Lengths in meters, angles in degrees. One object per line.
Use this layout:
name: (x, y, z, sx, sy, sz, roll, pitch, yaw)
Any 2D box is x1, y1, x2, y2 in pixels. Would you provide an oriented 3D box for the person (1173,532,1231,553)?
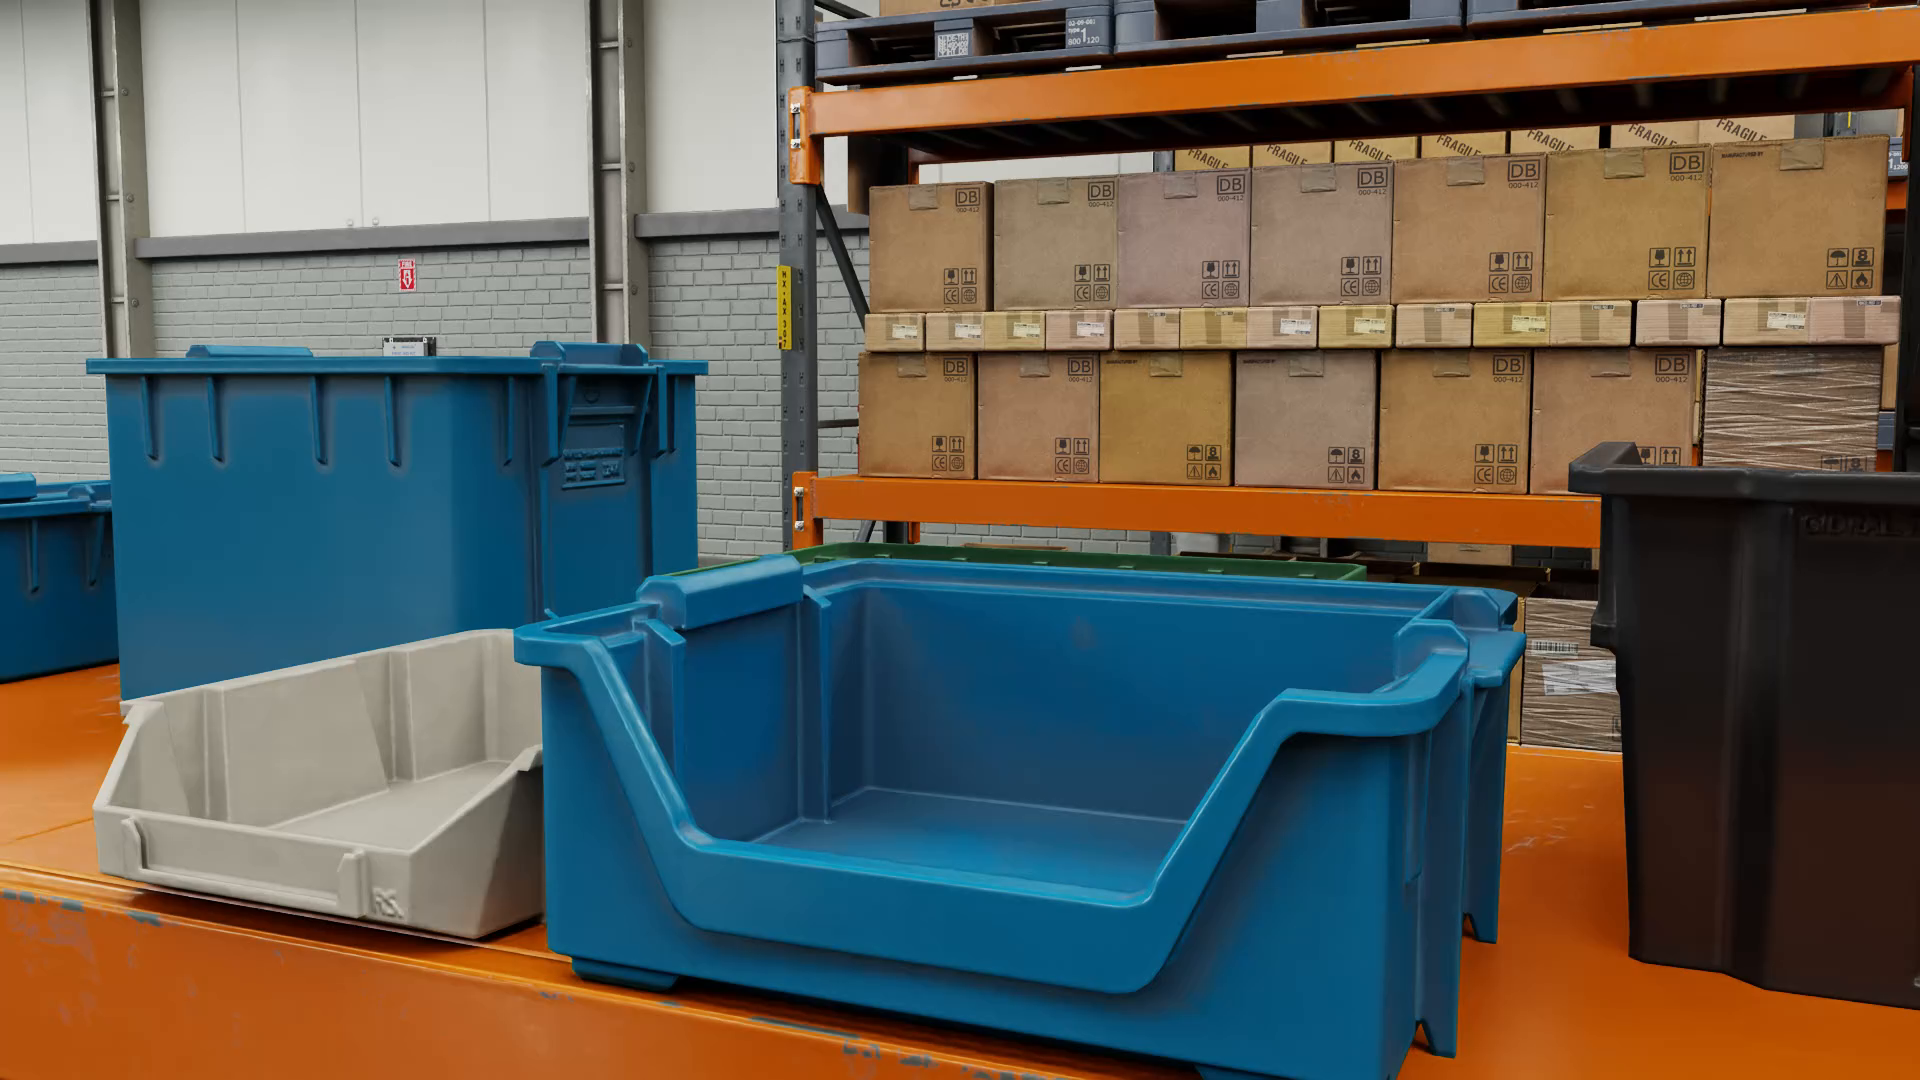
person: (1.521, -0.145, 9.852, 0.559, 1.775, 0.499, 3, 6, 25)
